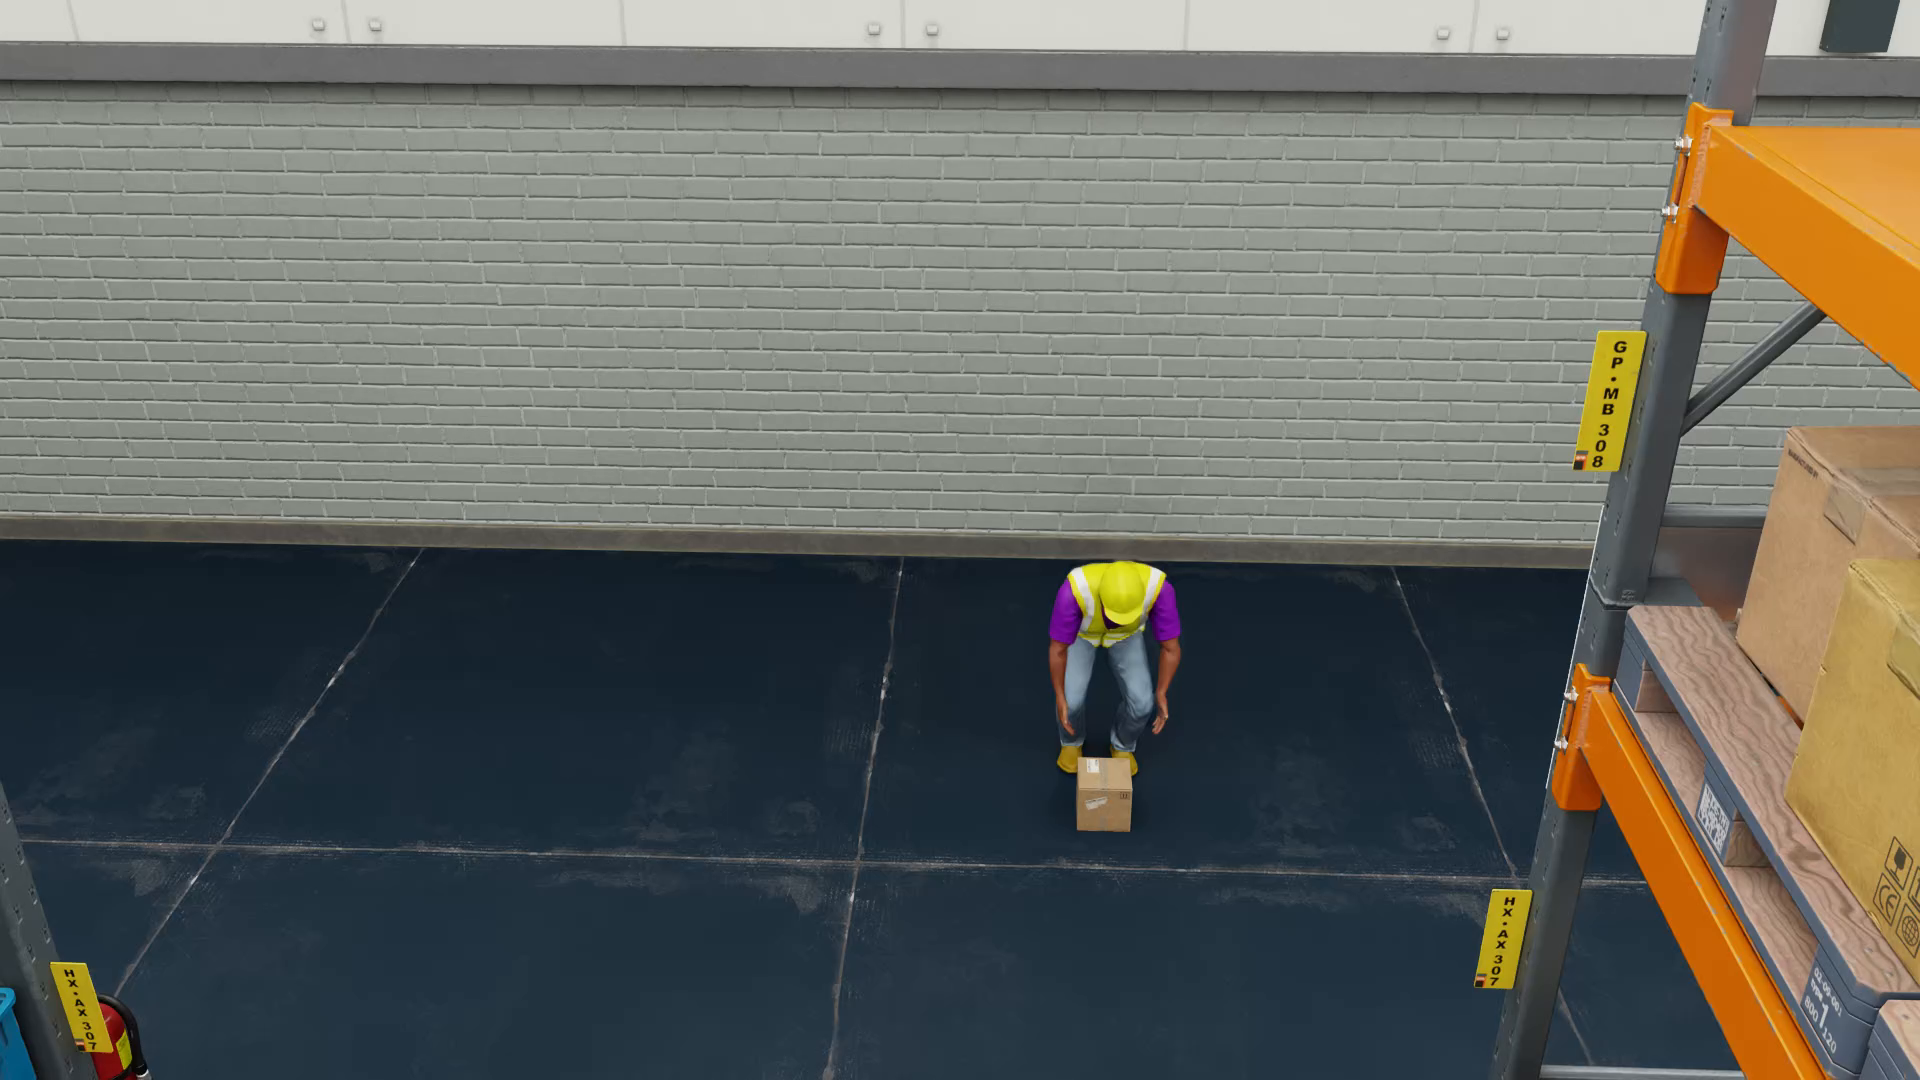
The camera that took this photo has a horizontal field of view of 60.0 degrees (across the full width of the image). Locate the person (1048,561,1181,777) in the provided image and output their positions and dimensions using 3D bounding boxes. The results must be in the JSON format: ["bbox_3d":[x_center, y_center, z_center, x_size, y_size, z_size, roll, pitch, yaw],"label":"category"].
[{"bbox_3d":[0.735,0.558,8.025,0.629,1.313,0.805,1,28,2],"label":"person"}]
